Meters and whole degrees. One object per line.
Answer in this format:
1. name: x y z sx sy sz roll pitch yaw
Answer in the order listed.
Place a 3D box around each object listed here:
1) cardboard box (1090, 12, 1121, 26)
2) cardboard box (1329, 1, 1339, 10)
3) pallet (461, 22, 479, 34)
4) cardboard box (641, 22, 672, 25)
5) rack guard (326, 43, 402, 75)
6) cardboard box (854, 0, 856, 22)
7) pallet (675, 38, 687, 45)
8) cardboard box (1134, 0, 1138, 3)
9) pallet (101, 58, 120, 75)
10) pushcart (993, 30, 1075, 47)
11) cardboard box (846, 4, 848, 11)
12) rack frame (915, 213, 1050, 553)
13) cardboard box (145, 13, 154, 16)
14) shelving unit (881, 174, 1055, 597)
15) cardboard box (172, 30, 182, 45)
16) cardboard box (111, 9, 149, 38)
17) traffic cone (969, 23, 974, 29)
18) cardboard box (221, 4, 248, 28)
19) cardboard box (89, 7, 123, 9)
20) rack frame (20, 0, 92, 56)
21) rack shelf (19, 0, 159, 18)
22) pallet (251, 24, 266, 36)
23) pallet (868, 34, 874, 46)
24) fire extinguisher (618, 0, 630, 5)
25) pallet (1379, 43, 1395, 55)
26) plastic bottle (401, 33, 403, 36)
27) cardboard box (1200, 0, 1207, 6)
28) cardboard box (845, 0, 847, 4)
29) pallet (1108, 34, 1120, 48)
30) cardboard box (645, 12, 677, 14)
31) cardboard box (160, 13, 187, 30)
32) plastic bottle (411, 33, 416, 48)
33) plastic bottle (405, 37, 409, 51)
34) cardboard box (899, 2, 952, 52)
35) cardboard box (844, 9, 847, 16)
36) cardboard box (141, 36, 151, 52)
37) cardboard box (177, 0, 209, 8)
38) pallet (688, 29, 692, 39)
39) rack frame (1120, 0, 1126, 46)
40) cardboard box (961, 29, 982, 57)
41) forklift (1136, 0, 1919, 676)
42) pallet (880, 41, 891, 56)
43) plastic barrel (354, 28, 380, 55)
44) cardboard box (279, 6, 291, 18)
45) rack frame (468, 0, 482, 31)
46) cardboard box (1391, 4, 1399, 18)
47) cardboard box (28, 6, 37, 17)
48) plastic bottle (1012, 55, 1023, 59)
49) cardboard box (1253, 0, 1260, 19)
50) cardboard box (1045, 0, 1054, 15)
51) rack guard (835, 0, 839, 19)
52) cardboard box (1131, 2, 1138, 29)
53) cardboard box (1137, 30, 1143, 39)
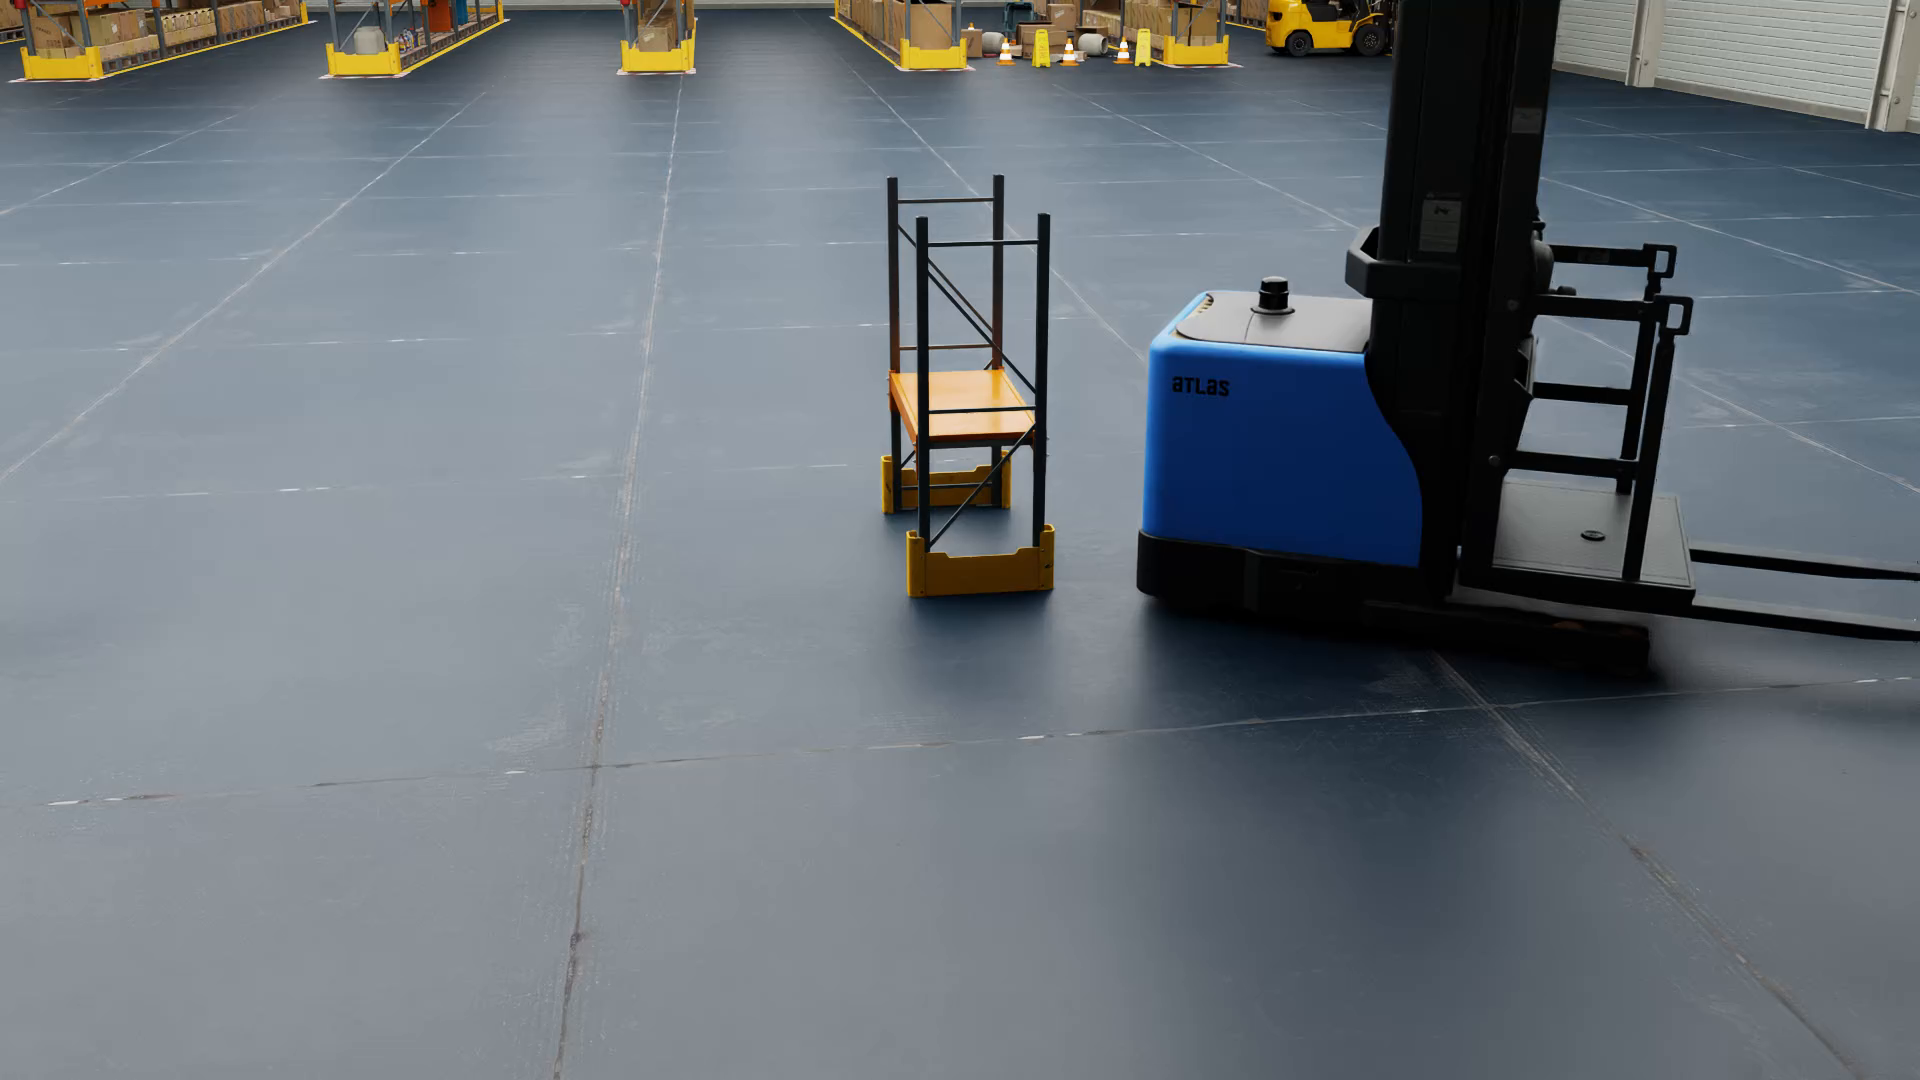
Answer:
1. cardboard box: 3.434 -11.552 37.013 0.950 0.372 0.625 -3 21 -9
2. cardboard box: 8.546 -11.437 36.345 0.875 0.625 0.625 -3 21 -8
3. pallet: -11.966 -12.097 39.303 1.003 0.211 1.213 -3 21 -8
4. cardboard box: -5.670 -9.433 31.158 0.500 0.500 0.500 -1 21 -3
5. rack guard: -10.364 -8.370 28.913 1.175 0.500 0.348 -3 21 -8
6. cardboard box: -2.290 -12.711 39.933 0.500 0.500 0.500 -2 21 -5
7. pallet: -6.095 -10.115 33.998 1.003 0.211 1.213 -3 21 -8
8. cardboard box: 3.677 -10.774 33.106 0.380 0.149 0.250 -2 21 -6
9. pallet: -15.360 -8.225 28.937 1.003 0.211 1.213 -3 21 -8
10. pushcart: 1.576 -10.291 34.231 1.648 0.377 0.936 -11 23 -26
11. cardboard box: -2.679 -13.416 41.898 0.380 0.149 0.250 -4 21 -10
12. rack frame: 0.086 -0.497 6.403 0.500 1.500 0.032 -3 21 -8
13. cardboard box: -16.278 -10.304 33.045 0.500 0.311 0.500 -3 21 -8
14. shelving unit: 0.011 -0.676 6.883 0.587 1.500 1.083 -3 21 -8
15. cardboard box: -15.670 -9.892 32.743 0.500 0.250 0.500 -2 21 -6
16. cardboard box: -15.441 -9.591 30.865 0.500 0.500 0.500 -3 21 -8
17. traffic cone: 0.242 -10.719 35.255 0.336 0.463 0.334 -3 21 -8
18. cardboard box: -16.373 -11.781 37.416 0.500 0.500 0.500 -4 21 -10
19. cardboard box: -16.028 -9.737 31.258 0.500 0.500 0.500 -3 21 -8
20. rack frame: -15.208 -9.269 27.746 1.000 3.000 0.127 -3 21 -8
21. rack shelf: -15.496 -9.624 29.726 1.077 0.370 4.000 -3 21 -8
22. pallet: -16.783 -11.838 38.609 1.003 0.211 1.213 -3 21 -8
23. pallet: -1.424 -10.748 35.691 1.003 0.211 1.213 -3 21 -8
24. fire extinguisher: -5.844 -9.668 28.925 0.296 0.674 0.183 -3 21 -8
25. pallet: 8.989 -9.897 33.412 1.003 0.211 1.213 -3 21 -8
26. plastic bottle: -10.528 -9.435 31.445 0.061 0.283 0.133 -3 21 -8
27. cardboard box: 7.001 -14.869 45.708 0.797 0.503 0.637 -4 21 -10
28. cardboard box: -2.730 -13.742 42.347 0.380 0.149 0.250 -4 21 -10
29. pallet: 3.711 -10.615 35.336 1.003 0.211 1.213 -3 21 -8
30. cardboard box: -6.099 -10.567 34.165 0.700 0.500 0.500 -3 21 -8
31. cardboard box: -15.741 -10.334 33.125 0.500 0.311 0.500 -4 21 -10
32. plastic bottle: -10.412 -9.507 31.636 0.061 0.283 0.133 -2 21 -4
33. plastic bottle: -10.323 -9.242 30.945 0.097 0.271 0.097 0 20 0
34. cardboard box: -0.645 -9.415 30.574 0.875 0.875 0.875 -3 21 -7
35. cardboard box: -2.755 -13.475 42.483 0.380 0.149 0.250 -3 21 -8
36. cardboard box: -15.439 -9.239 30.996 0.500 0.250 0.500 -3 21 -8
37. cardboard box: -16.741 -11.757 36.278 0.500 0.250 0.500 -2 21 -6
38. pallet: -6.597 -11.508 37.725 1.003 0.211 1.213 -3 21 -8
39. rack frame: 3.825 -11.652 34.127 1.000 3.000 0.127 -3 21 -8
40. cardboard box: 0.181 -9.712 32.501 0.500 0.500 0.500 1 20 2
41. forklift: 2.265 -1.098 5.967 3.031 2.935 1.130 7 22 18
42. pallet: -1.026 -9.794 33.137 1.003 0.211 1.213 -3 21 -8
43. plastic barrel: -10.477 -8.773 29.373 0.421 0.512 0.421 0 20 0
44. cardboard box: -17.085 -13.220 41.627 0.500 0.250 0.500 -3 21 -8
45. rack frame: -12.036 -13.672 39.536 1.000 3.000 0.127 -3 21 -8
46. cardboard box: 8.776 -10.390 32.649 0.500 0.250 0.500 -3 21 -7
47. cardboard box: -21.617 -12.144 37.915 0.750 0.750 0.750 -3 21 -7
48. plastic bottle: 1.096 -9.335 32.122 0.133 0.061 0.283 -11 23 -26
49. cardboard box: 7.584 -13.164 41.146 0.500 0.500 0.500 -4 21 -9
50. cardboard box: 2.688 -13.641 42.514 0.875 0.438 0.875 -3 21 -9
51. rack guard: -2.778 -14.325 44.855 1.175 0.500 0.348 -3 21 -8
52. cardboard box: 3.732 -10.509 33.325 0.500 0.500 0.500 -2 21 -6
53. cardboard box: 3.810 -9.975 32.966 0.500 0.250 0.500 -3 21 -8
